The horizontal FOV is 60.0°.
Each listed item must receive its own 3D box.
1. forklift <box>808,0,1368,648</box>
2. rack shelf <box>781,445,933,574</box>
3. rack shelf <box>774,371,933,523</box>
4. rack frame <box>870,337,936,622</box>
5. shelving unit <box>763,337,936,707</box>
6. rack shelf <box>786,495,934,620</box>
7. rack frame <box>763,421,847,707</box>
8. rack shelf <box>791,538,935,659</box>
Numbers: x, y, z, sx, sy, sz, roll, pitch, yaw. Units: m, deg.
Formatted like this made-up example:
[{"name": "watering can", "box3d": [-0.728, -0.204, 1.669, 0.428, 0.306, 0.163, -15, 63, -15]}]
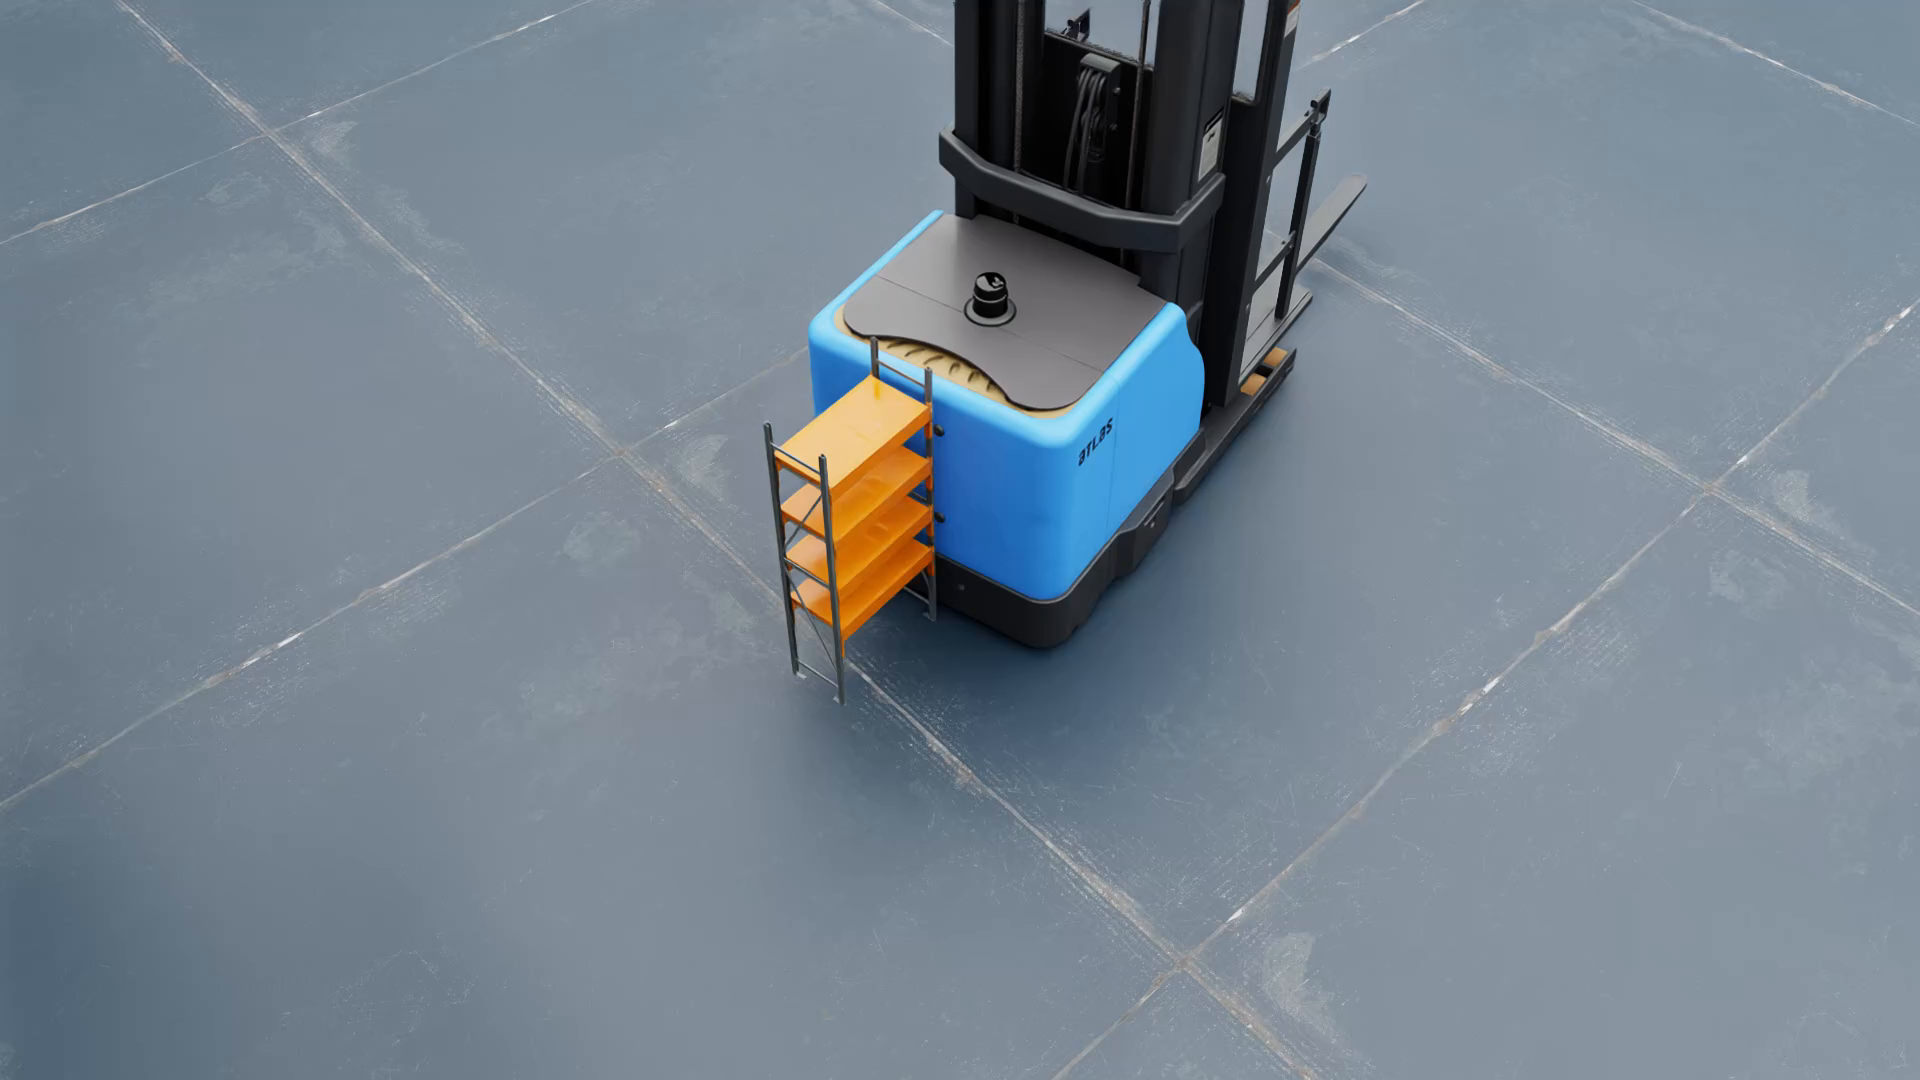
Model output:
[{"name": "forklift", "box3d": [0.714, -1.679, 5.805, 1.130, 2.935, 3.031, 26, 52, 22]}, {"name": "rack shelf", "box3d": [-0.335, -0.136, 5.346, 0.258, 0.148, 0.480, 30, 54, 25]}, {"name": "rack shelf", "box3d": [-0.335, -0.296, 5.172, 0.258, 0.148, 0.480, 30, 54, 25]}, {"name": "rack frame", "box3d": [-0.183, -0.170, 5.590, 0.240, 1.200, 0.015, 30, 54, 25]}, {"name": "shelving unit", "box3d": [-0.335, -0.030, 5.461, 0.258, 1.200, 0.503, 30, 54, 25]}, {"name": "rack shelf", "box3d": [-0.335, 0.016, 5.510, 0.258, 0.148, 0.480, 30, 54, 25]}, {"name": "rack frame", "box3d": [-0.487, 0.111, 5.331, 0.240, 1.200, 0.015, 30, 54, 25]}, {"name": "rack shelf", "box3d": [-0.335, 0.151, 5.656, 0.258, 0.148, 0.480, 30, 54, 25]}]
